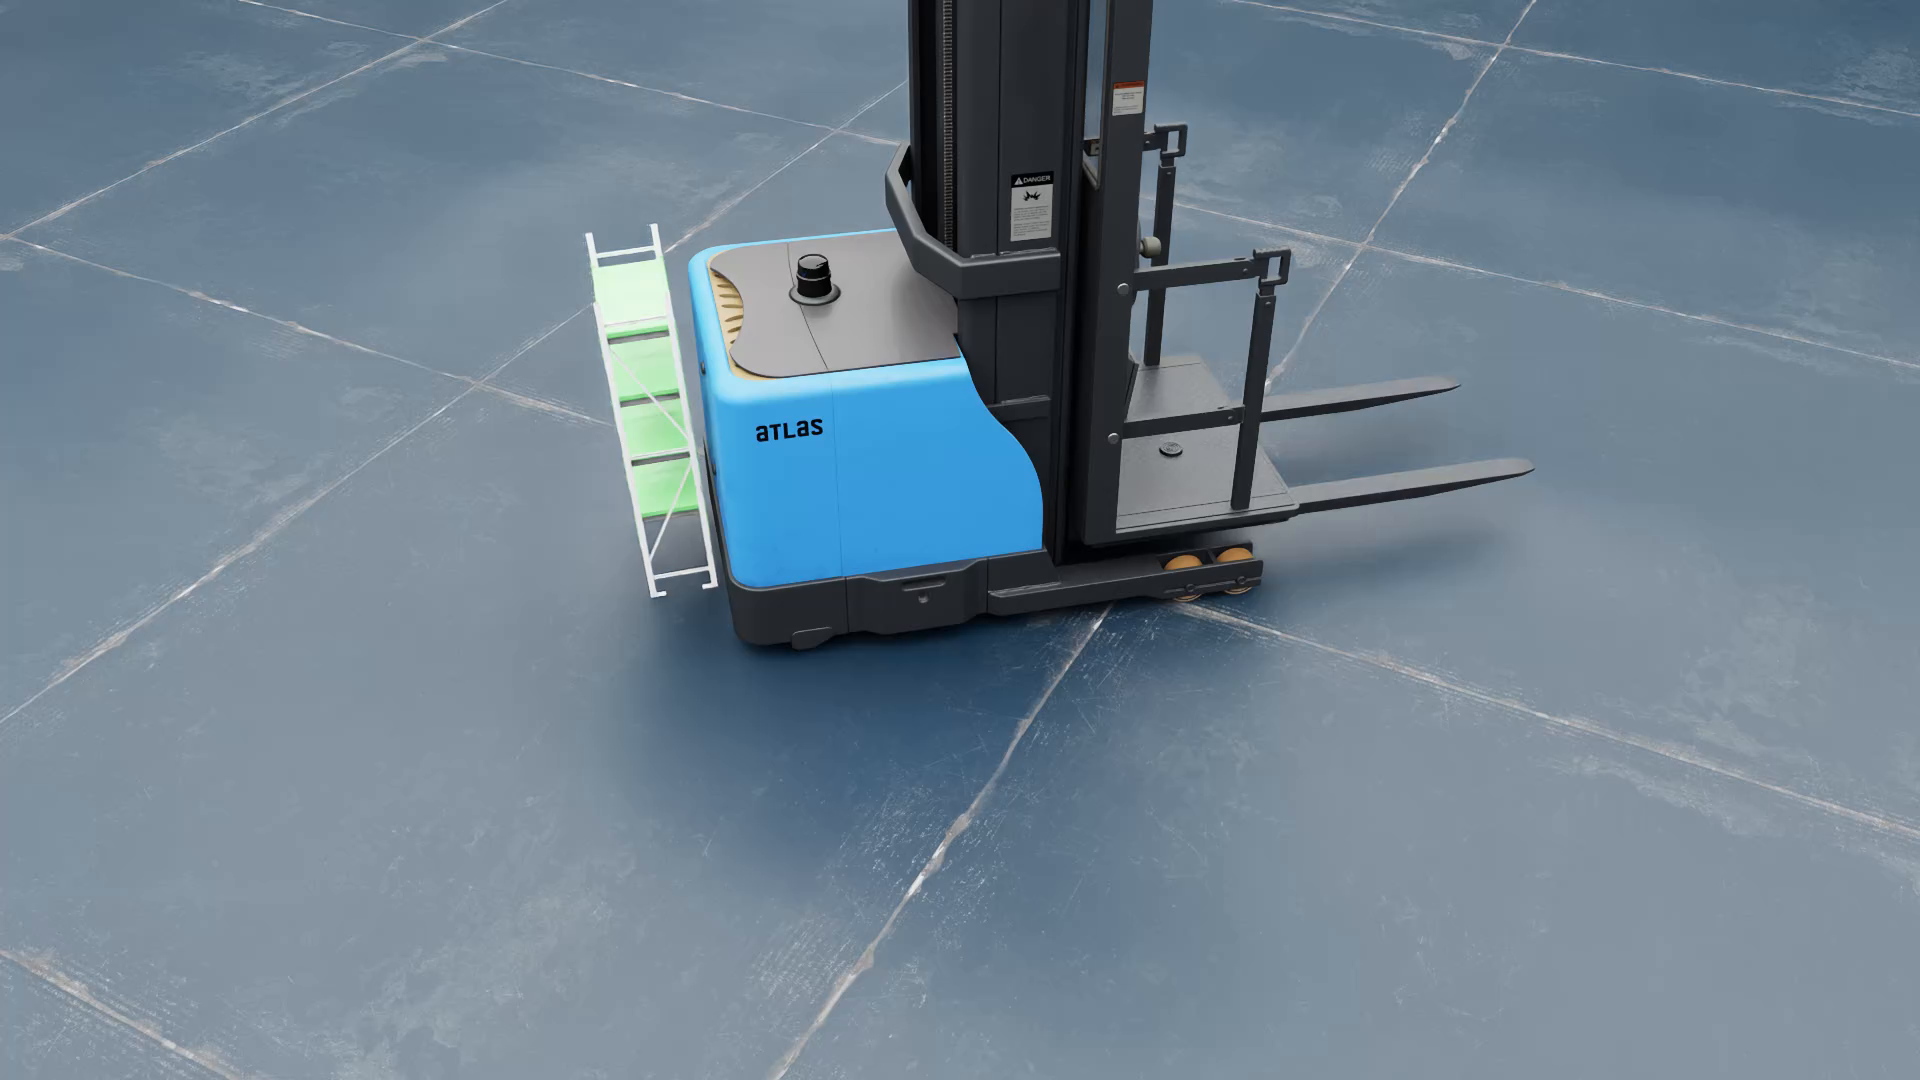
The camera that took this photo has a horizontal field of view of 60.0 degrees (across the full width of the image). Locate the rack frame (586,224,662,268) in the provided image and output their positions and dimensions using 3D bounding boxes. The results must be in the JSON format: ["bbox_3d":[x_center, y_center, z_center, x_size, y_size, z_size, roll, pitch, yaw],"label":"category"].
[{"bbox_3d":[-1.126,-0.578,6.011,0.240,1.200,0.015,-10,38,-9],"label":"rack frame"}]

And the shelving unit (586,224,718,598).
[{"bbox_3d":[-1.071,-0.435,5.821,0.258,1.200,0.503,-10,38,-9],"label":"shelving unit"}]

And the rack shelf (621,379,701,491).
[{"bbox_3d":[-1.069,-0.384,5.860,0.258,0.148,0.480,-10,38,-9],"label":"rack shelf"}]

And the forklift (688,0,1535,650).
[{"bbox_3d":[0.609,-1.251,5.474,3.031,2.935,1.130,-8,38,-10],"label":"forklift"}]

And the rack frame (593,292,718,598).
[{"bbox_3d":[-1.017,-0.291,5.632,0.240,1.200,0.015,-10,38,-9],"label":"rack frame"}]

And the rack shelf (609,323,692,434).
[{"bbox_3d":[-1.078,-0.574,5.714,0.258,0.148,0.480,-10,38,-9],"label":"rack shelf"}]

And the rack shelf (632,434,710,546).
[{"bbox_3d":[-1.059,-0.194,6.007,0.258,0.148,0.480,-10,38,-9],"label":"rack shelf"}]

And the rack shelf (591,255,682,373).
[{"bbox_3d":[-1.087,-0.764,5.567,0.258,0.148,0.480,-10,38,-9],"label":"rack shelf"}]
